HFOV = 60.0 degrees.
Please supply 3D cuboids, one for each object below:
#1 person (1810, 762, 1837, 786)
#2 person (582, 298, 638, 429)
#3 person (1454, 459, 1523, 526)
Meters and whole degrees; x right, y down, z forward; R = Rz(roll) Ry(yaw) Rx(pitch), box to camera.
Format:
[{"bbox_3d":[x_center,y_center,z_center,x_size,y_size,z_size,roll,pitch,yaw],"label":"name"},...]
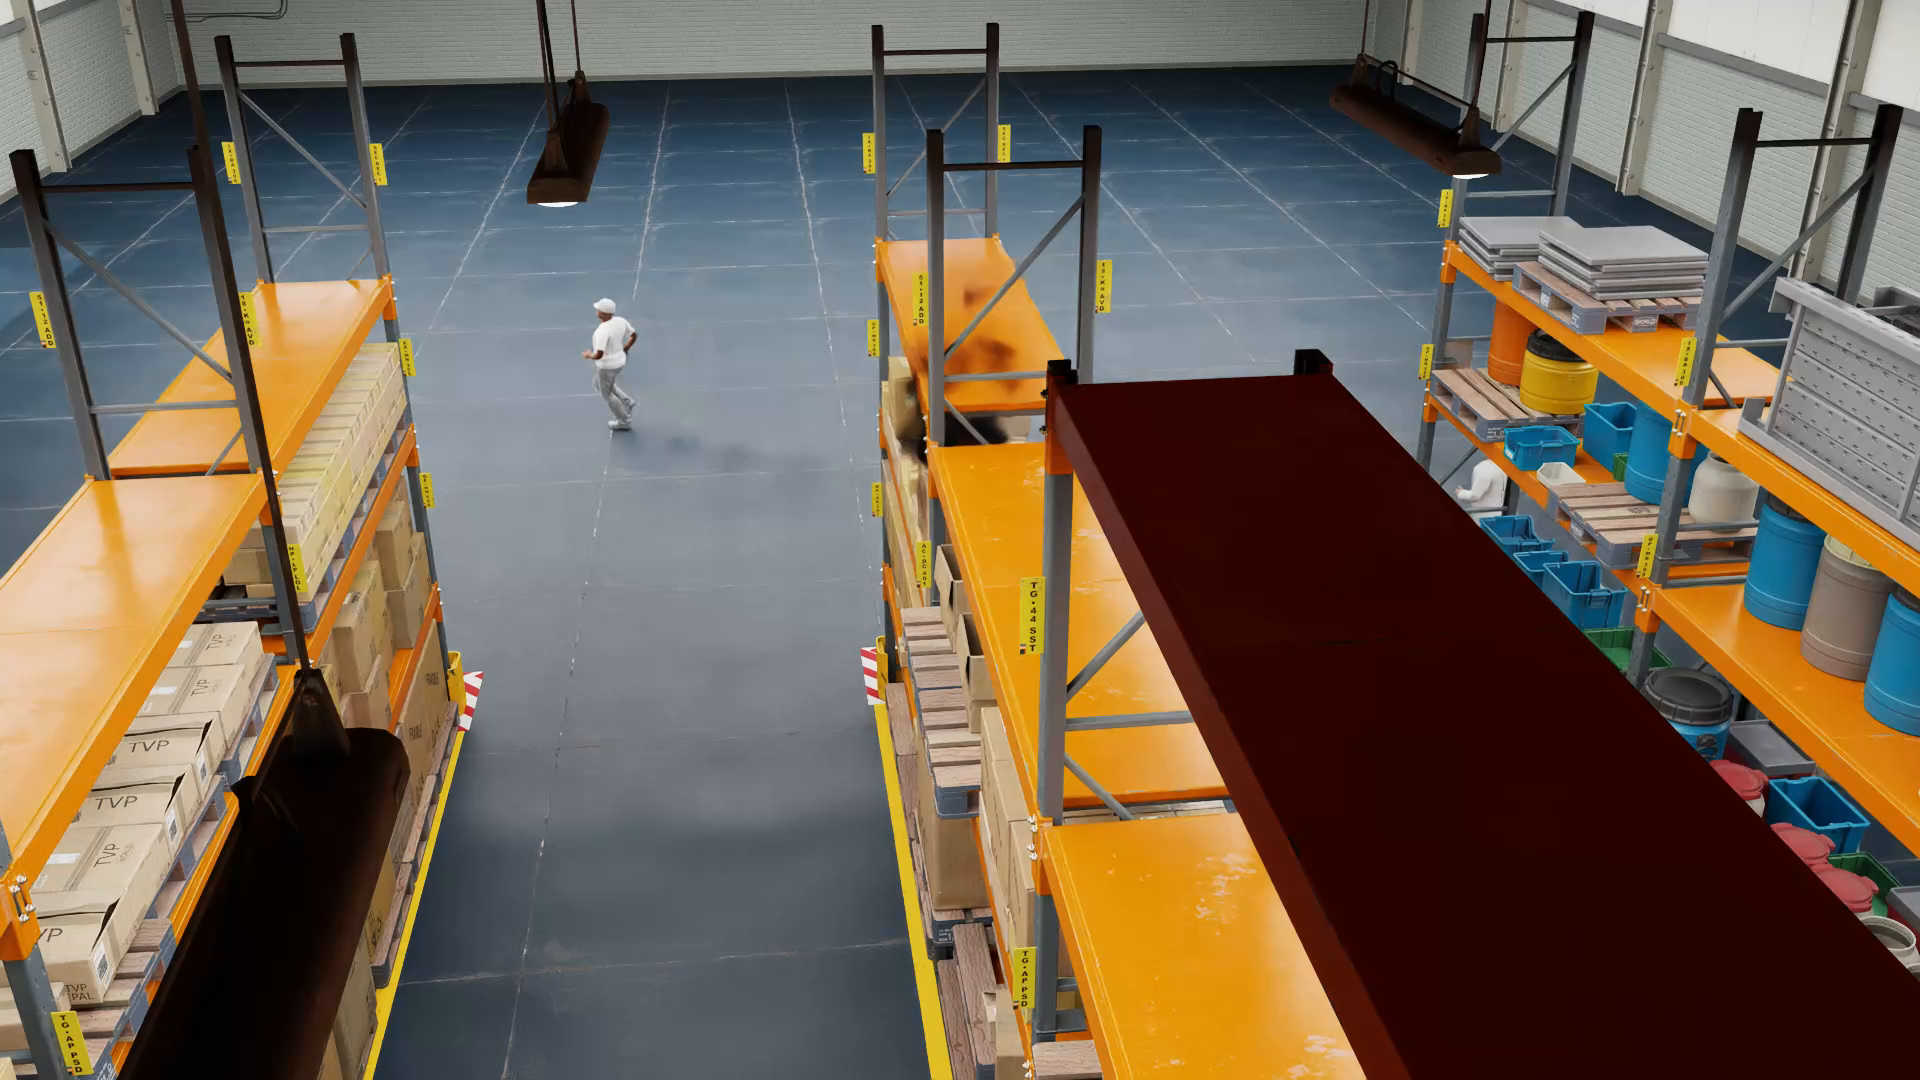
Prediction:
[{"bbox_3d":[6.793,1.697,12.918,0.703,1.745,0.596,-4,26,-8],"label":"person"},{"bbox_3d":[-4.501,-2.263,21.245,0.583,1.718,0.695,7,26,15],"label":"person"},{"bbox_3d":[5.386,-0.283,17.080,0.748,1.766,0.912,-21,32,-37],"label":"person"}]
